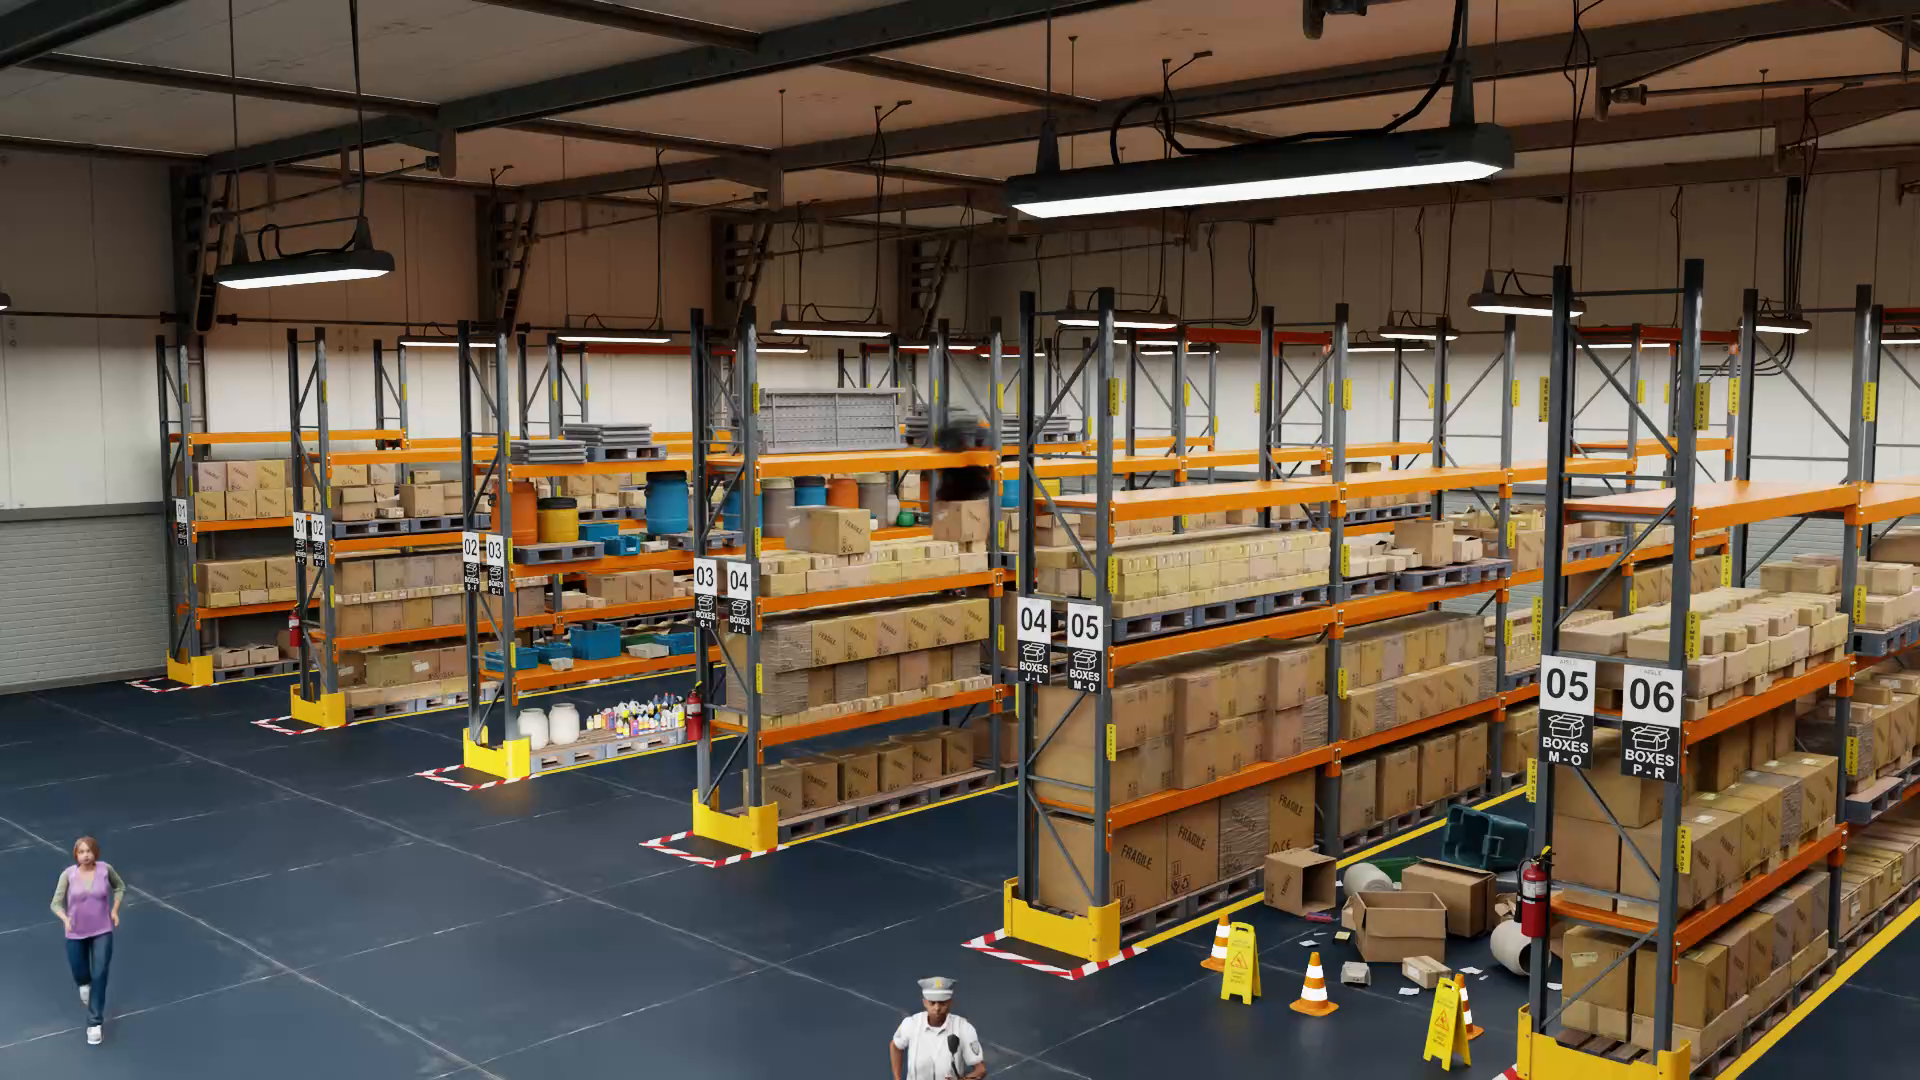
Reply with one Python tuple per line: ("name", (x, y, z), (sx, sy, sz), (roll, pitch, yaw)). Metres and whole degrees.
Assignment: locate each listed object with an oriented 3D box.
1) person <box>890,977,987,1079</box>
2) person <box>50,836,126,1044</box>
("person", (-0.131, 3.376, 9.912), (0.576, 1.678, 0.911), (0, 5, -2))
("person", (-6.942, 3.138, 13.273), (0.538, 1.586, 0.790), (-3, 6, -29))
